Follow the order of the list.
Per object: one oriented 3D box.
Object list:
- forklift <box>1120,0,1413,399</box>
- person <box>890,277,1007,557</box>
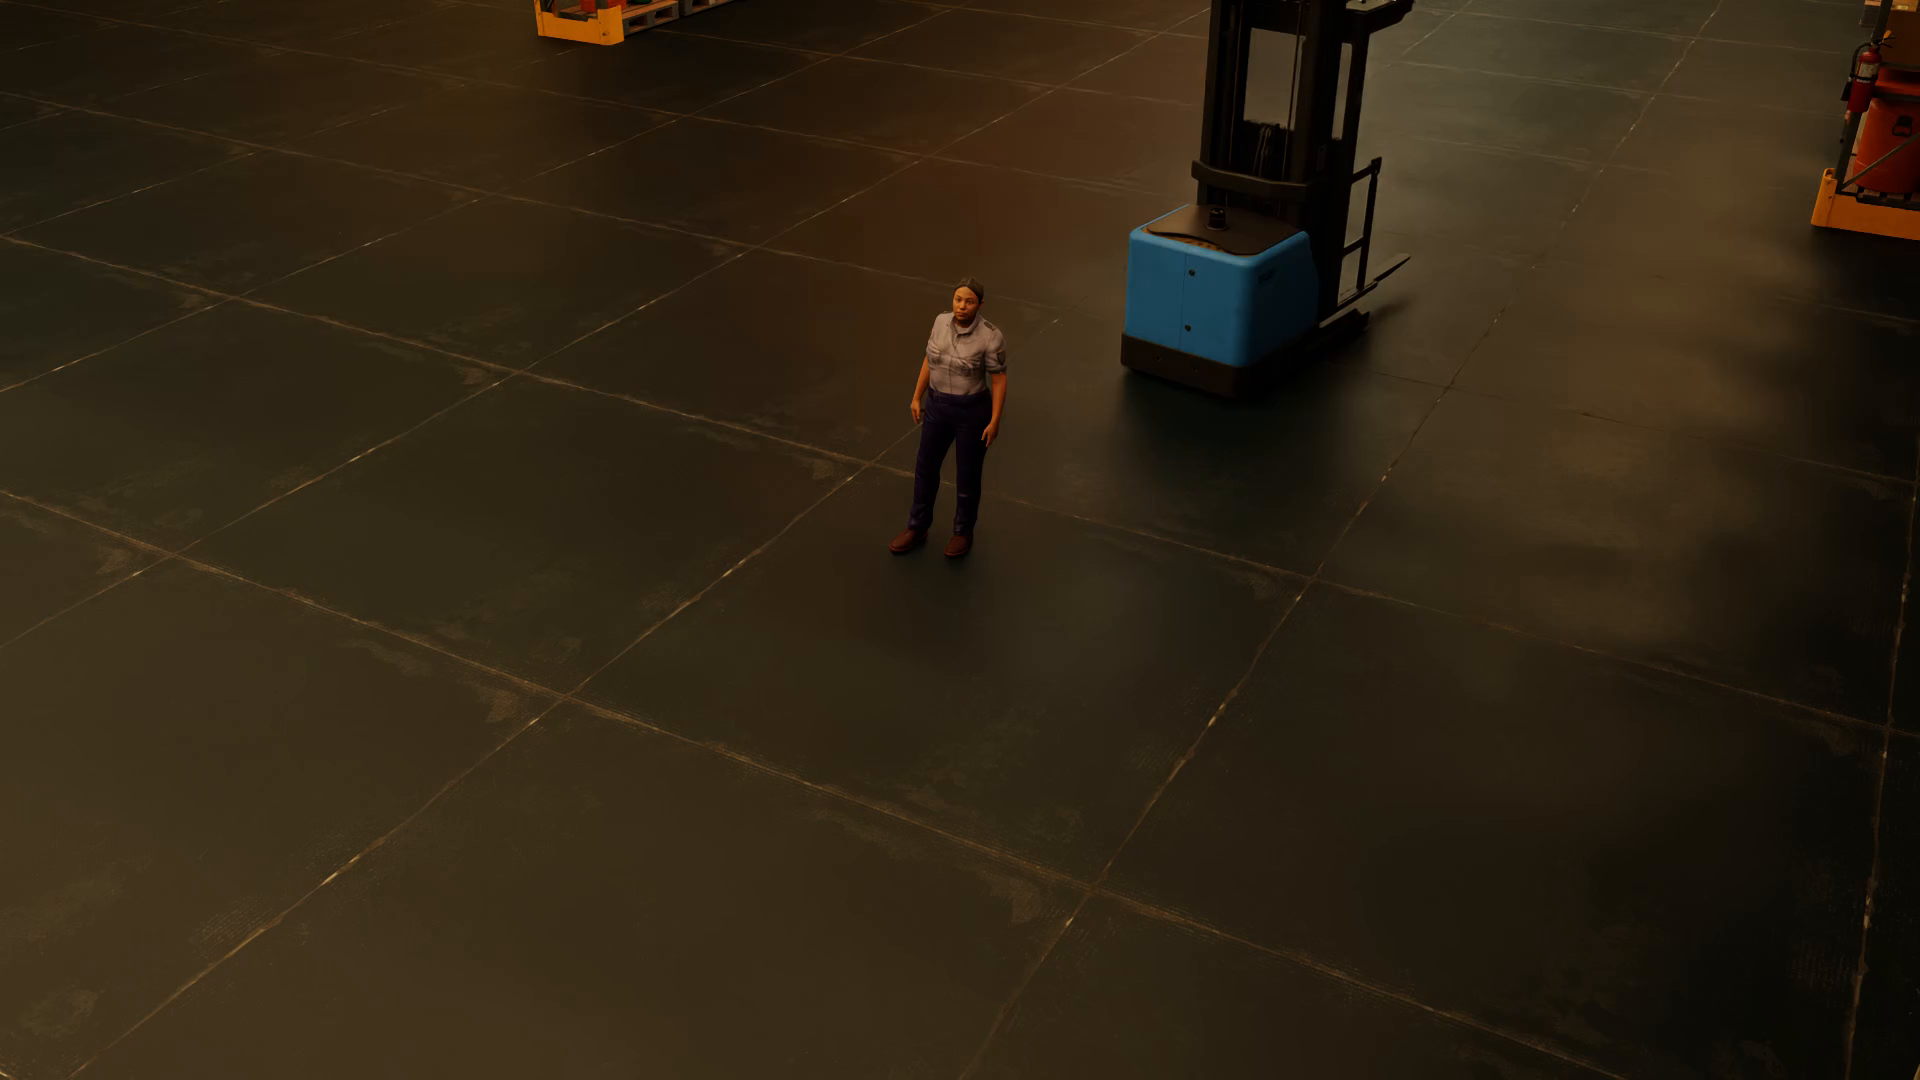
[{"bbox_3d":[2.480,-2.920,12.130,1.130,2.935,3.031,22,36,33],"label":"forklift"},{"bbox_3d":[-0.063,-0.687,9.529,0.598,1.651,0.503,15,33,25],"label":"person"}]
